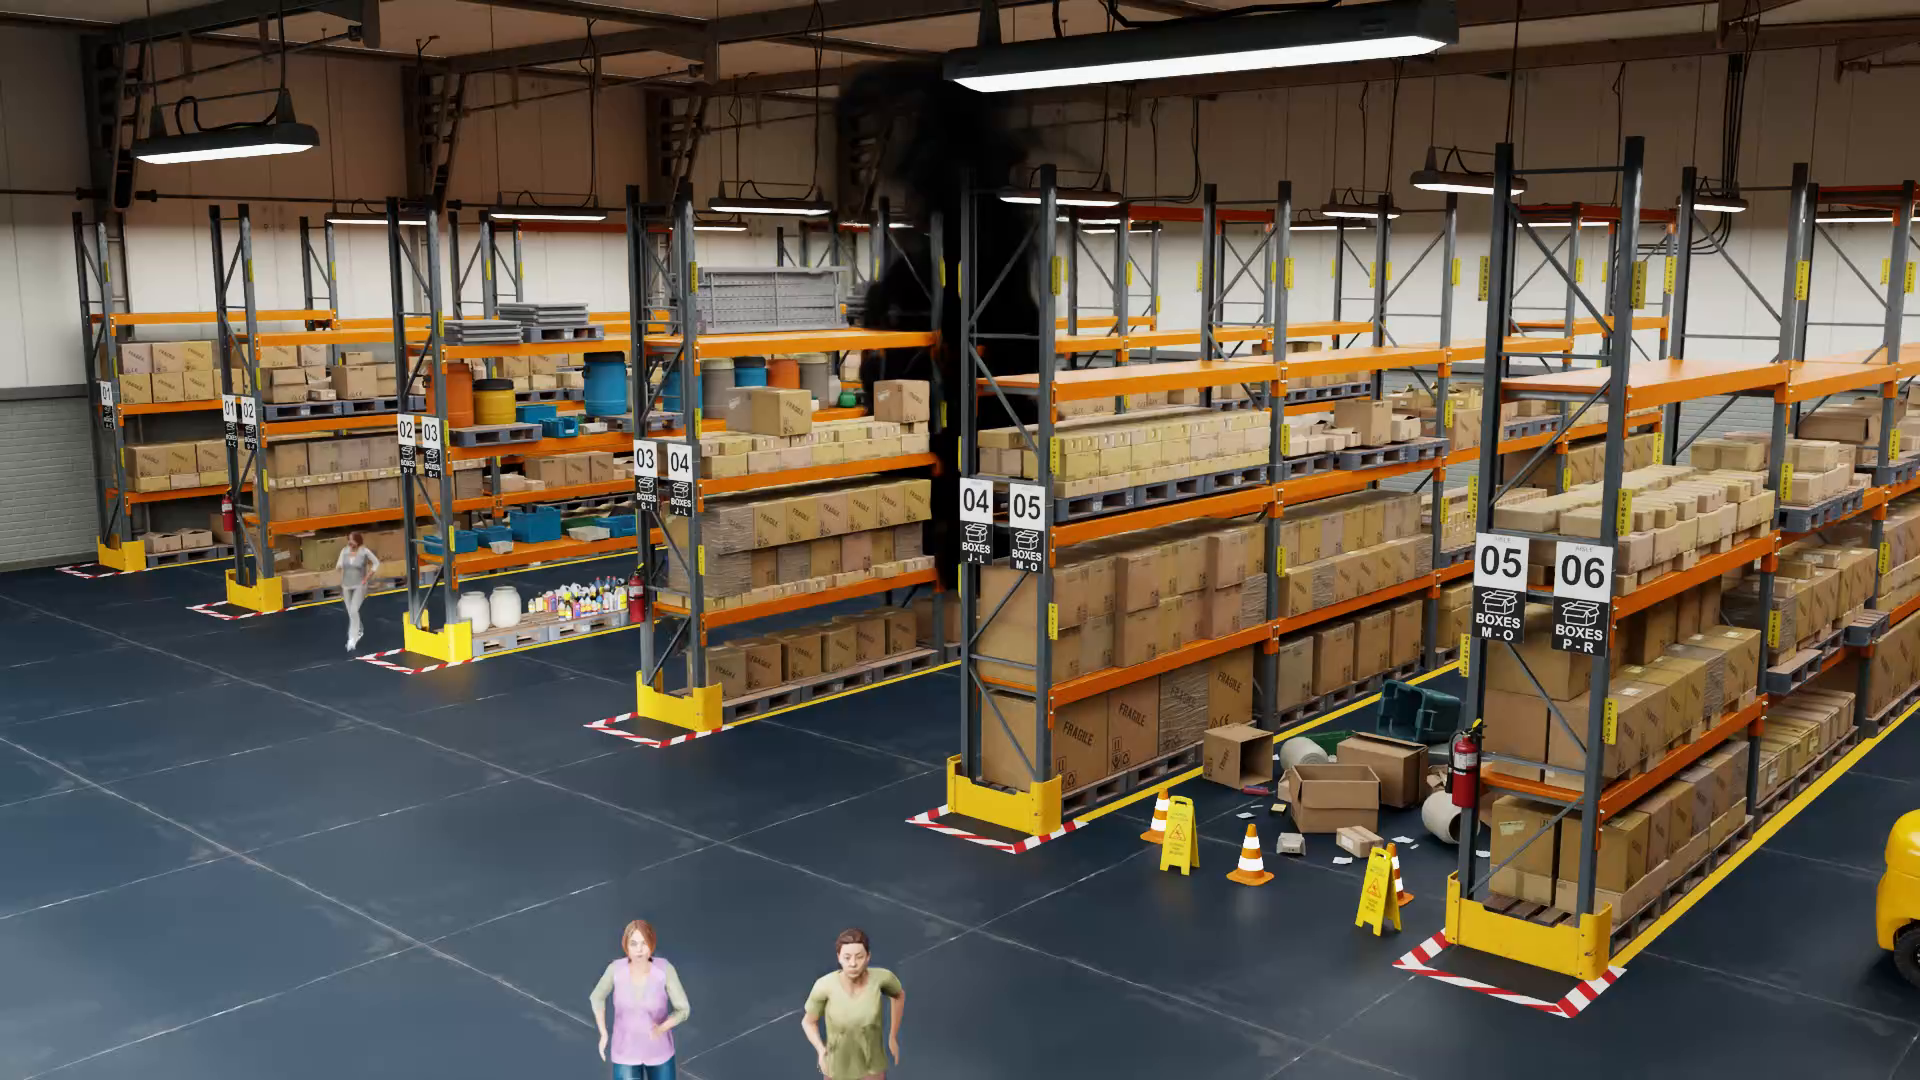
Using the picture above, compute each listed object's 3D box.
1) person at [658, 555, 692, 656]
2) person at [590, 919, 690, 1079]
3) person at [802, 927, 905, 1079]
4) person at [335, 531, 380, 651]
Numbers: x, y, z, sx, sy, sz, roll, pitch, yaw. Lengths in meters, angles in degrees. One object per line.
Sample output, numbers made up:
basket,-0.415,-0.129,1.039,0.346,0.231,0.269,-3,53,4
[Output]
person,-3.531,0.642,20.780,0.550,1.681,0.640,6,11,32
person,-1.776,2.868,9.275,0.546,1.572,0.841,-2,10,-12
person,-0.574,2.868,9.063,0.564,1.655,0.933,-1,9,-4
person,-8.147,0.679,22.460,0.536,1.630,0.682,1,10,8
